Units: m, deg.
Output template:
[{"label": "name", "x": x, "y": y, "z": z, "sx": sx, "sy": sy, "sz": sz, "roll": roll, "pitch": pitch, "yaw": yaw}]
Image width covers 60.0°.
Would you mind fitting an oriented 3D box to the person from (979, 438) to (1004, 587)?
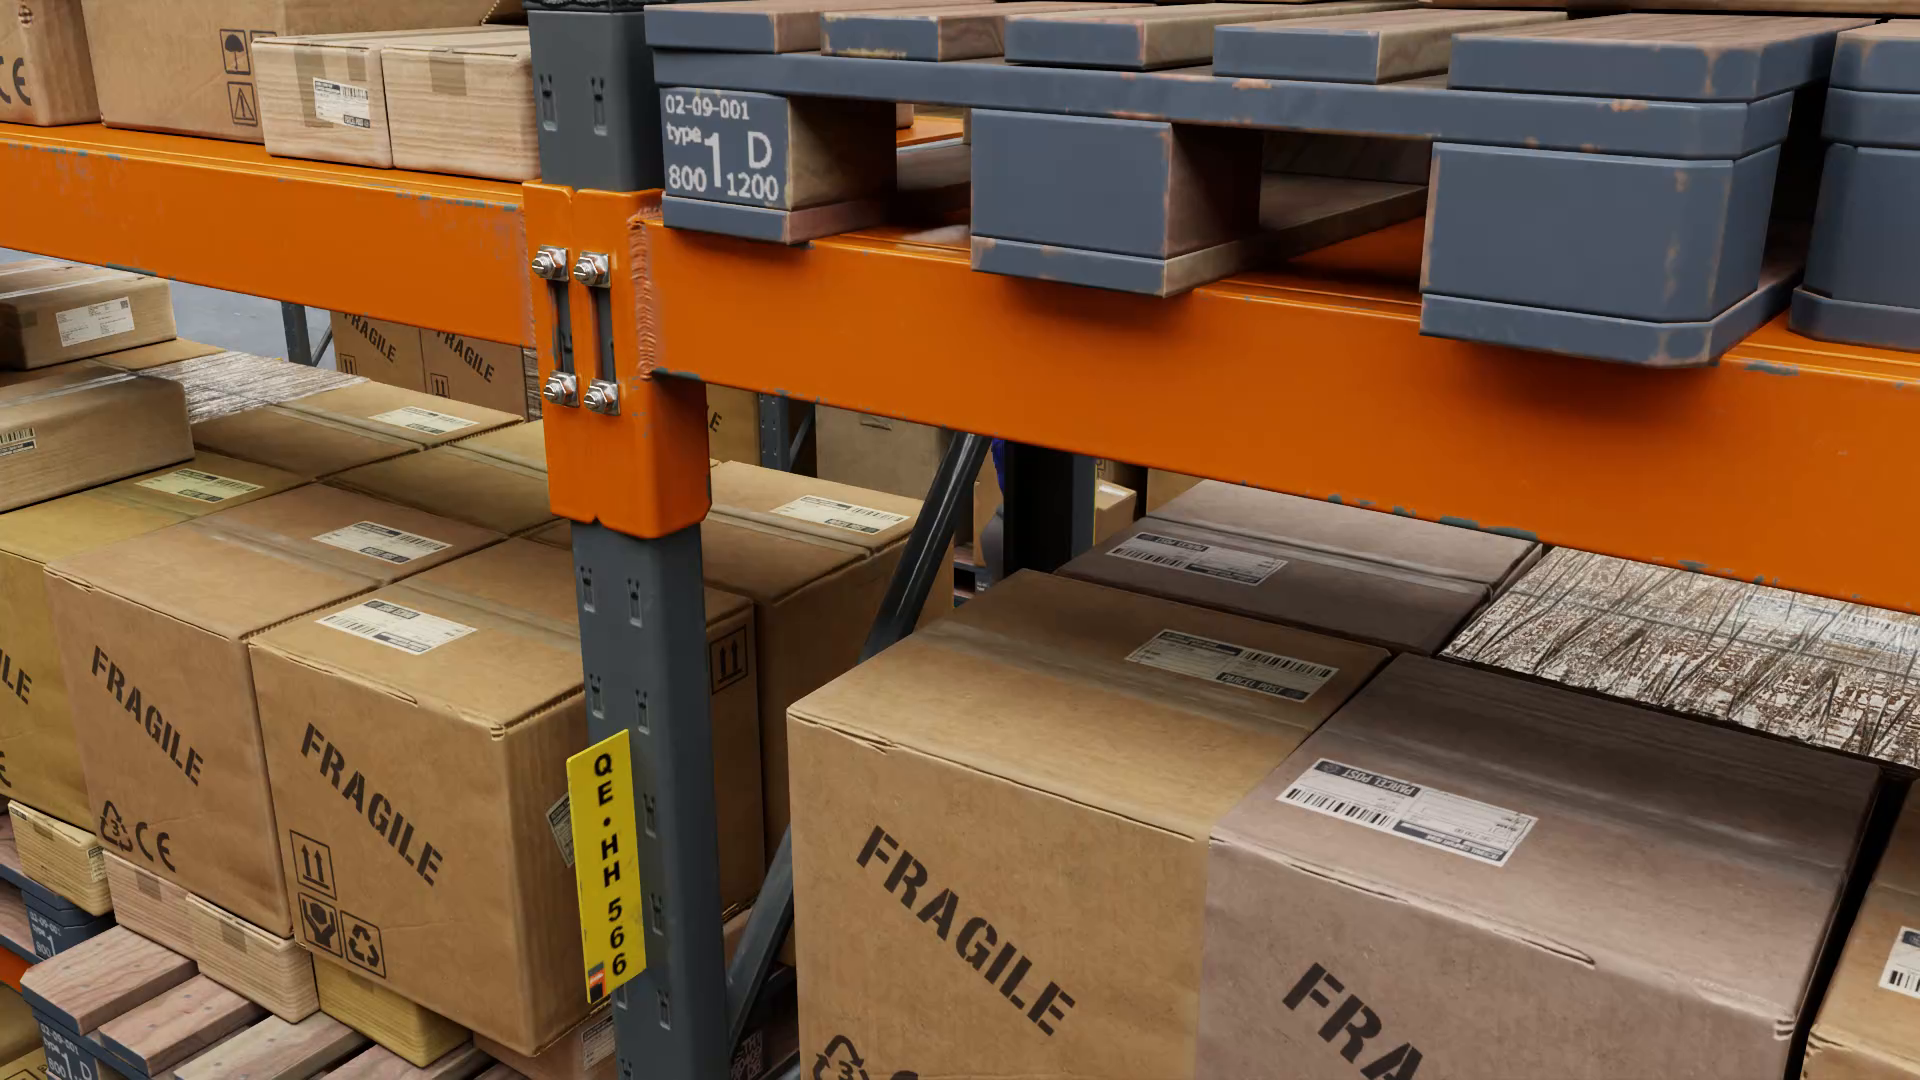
[{"label": "person", "x": 0.346, "y": 0.034, "z": 6.501, "sx": 0.499, "sy": 1.656, "sz": 0.441, "roll": 13, "pitch": 24, "yaw": 31}]
